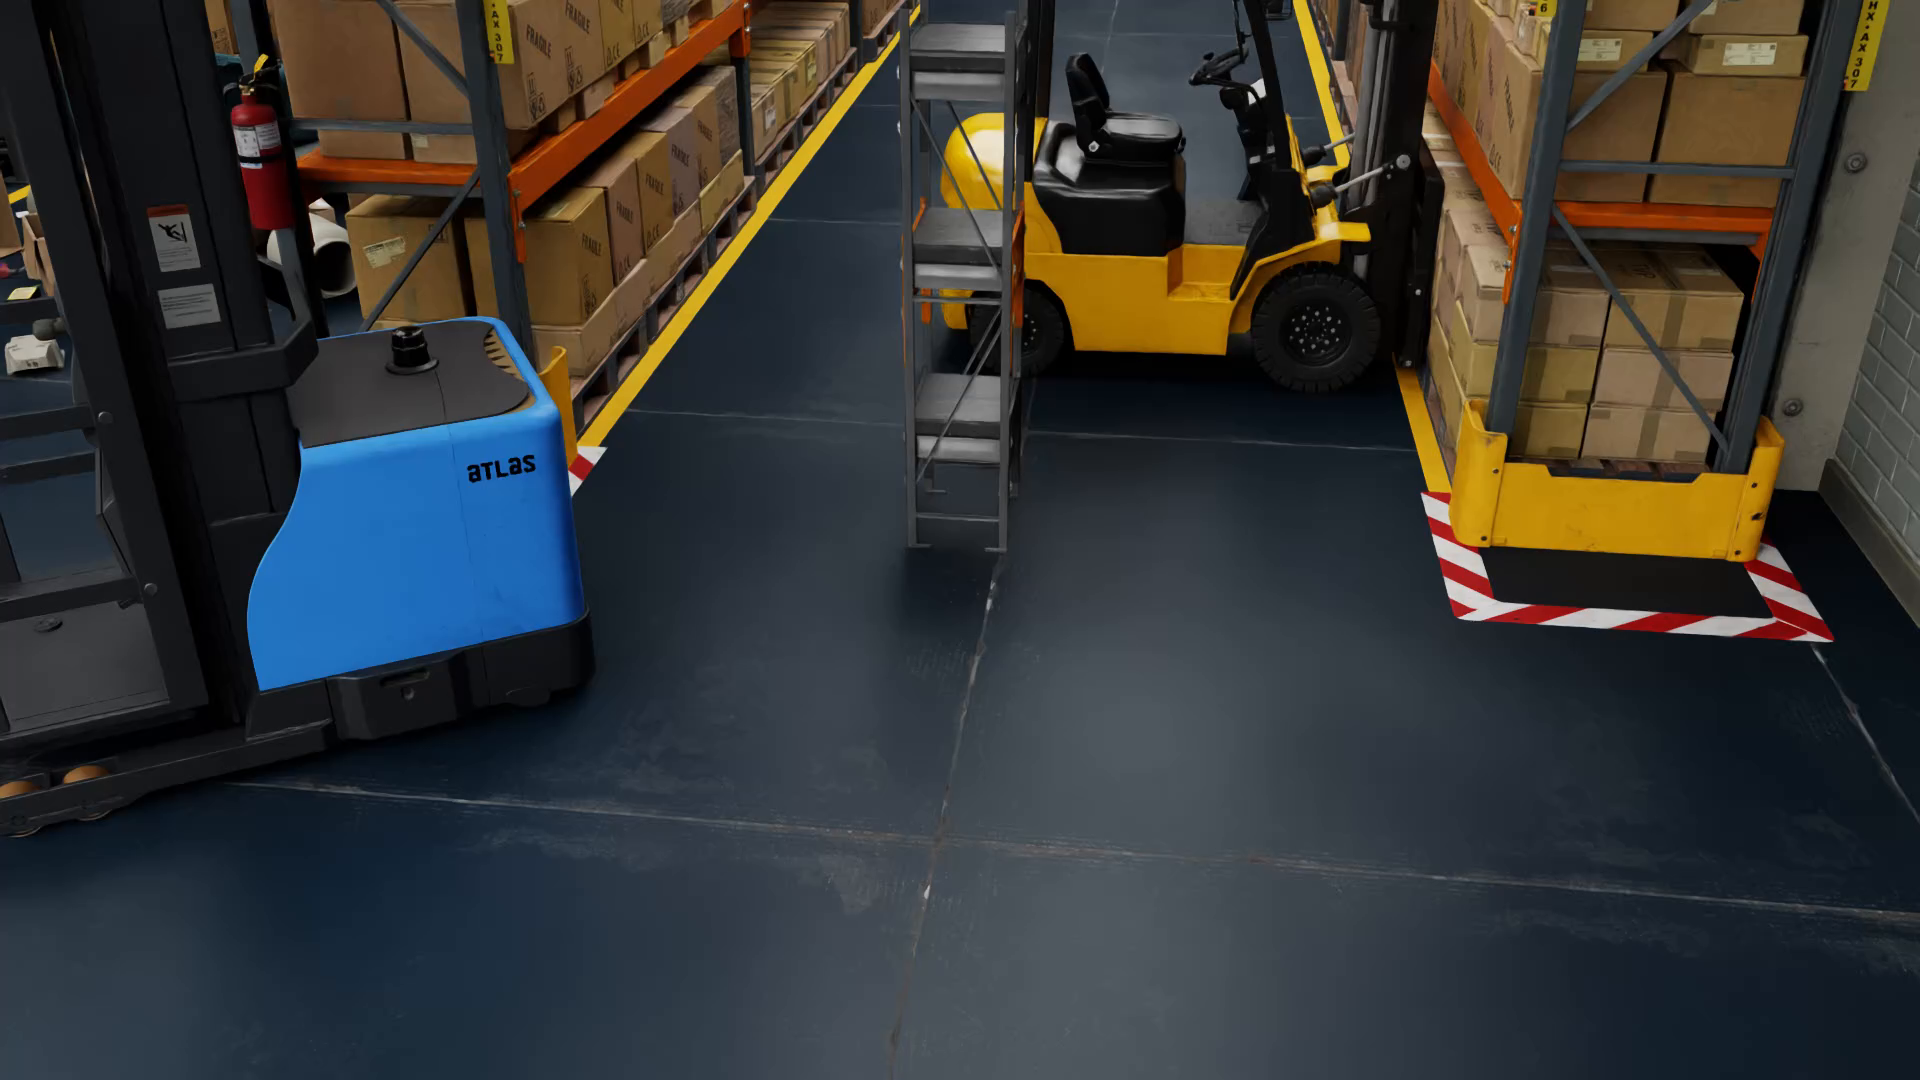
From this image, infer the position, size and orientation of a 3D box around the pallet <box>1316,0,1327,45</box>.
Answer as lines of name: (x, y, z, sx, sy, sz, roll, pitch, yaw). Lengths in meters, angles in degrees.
pallet: (3.873, -4.816, 15.467, 1.003, 0.211, 1.213, 3, 28, 6)

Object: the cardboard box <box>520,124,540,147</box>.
cardboard box: (-2.051, -1.800, 7.193, 0.380, 0.149, 0.250, 4, 29, 7)

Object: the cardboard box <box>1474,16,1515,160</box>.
cardboard box: (2.484, -1.891, 6.992, 0.500, 0.500, 0.500, 4, 29, 8)

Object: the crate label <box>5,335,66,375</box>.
crate label: (-4.651, -0.938, 8.347, 0.250, 0.136, 0.298, -11, 30, -20)

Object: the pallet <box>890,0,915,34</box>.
pallet: (-1.011, -5.120, 16.032, 1.003, 0.211, 1.213, 3, 28, 6)

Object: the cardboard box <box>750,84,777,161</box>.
cardboard box: (-1.763, -2.801, 11.114, 0.950, 0.372, 0.625, 4, 29, 7)

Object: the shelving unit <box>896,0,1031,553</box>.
shelving unit: (0.020, -1.002, 6.397, 0.431, 2.100, 0.503, 3, 28, 6)

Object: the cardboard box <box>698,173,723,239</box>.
cardboard box: (-1.686, -1.955, 9.672, 0.500, 0.250, 0.500, 3, 28, 5)

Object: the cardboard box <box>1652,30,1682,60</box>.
cardboard box: (2.878, -1.950, 6.418, 0.380, 0.149, 0.250, 3, 28, 6)

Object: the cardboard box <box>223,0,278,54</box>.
cardboard box: (-6.424, -4.562, 13.984, 1.050, 0.750, 0.750, 3, 28, 6)

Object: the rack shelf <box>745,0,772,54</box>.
rack shelf: (-1.580, -4.150, 12.050, 1.077, 0.370, 4.000, 3, 28, 6)

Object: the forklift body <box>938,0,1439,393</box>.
forklift body: (1.033, -1.981, 8.160, 2.313, 2.155, 1.214, 3, 28, 6)

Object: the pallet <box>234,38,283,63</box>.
pallet: (-6.431, -4.054, 14.053, 1.003, 0.211, 1.213, 3, 28, 6)

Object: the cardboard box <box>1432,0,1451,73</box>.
cardboard box: (2.680, -2.605, 8.317, 0.500, 0.500, 0.500, 3, 28, 6)

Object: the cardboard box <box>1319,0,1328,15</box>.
cardboard box: (3.609, -5.145, 15.330, 0.500, 0.500, 0.500, 2, 28, 4)

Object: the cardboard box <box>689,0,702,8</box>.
cardboard box: (-1.689, -3.234, 9.172, 0.500, 0.500, 0.500, 4, 29, 8)

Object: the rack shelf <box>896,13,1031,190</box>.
rack shelf: (0.020, -1.607, 6.071, 0.431, 0.518, 0.480, 3, 28, 6)

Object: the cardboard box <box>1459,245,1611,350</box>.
cardboard box: (2.359, -1.006, 6.856, 0.500, 0.250, 0.500, 4, 29, 8)

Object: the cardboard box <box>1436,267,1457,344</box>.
cardboard box: (2.433, -1.033, 7.435, 0.500, 0.250, 0.500, 3, 28, 6)

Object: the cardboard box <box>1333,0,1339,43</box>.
cardboard box: (3.430, -4.418, 13.981, 0.500, 0.500, 0.500, 4, 29, 8)

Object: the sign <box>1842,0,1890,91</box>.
sign: (3.162, -1.737, 5.816, 0.100, 0.325, 0.005, 3, 28, 6)

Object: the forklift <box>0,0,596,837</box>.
forklift: (-2.820, -0.671, 4.906, 3.031, 2.935, 1.130, -12, 31, -22)

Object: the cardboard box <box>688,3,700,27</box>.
cardboard box: (-1.695, -3.010, 9.440, 0.380, 0.149, 0.250, 3, 29, 6)

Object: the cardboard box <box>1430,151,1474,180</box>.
cardboard box: (2.537, -1.723, 8.187, 0.500, 0.250, 0.500, 3, 28, 5)

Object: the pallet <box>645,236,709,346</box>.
pallet: (-2.019, -1.404, 9.134, 1.003, 0.211, 1.213, 3, 28, 6)

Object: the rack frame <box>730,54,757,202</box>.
rack frame: (-1.825, -3.526, 10.132, 1.000, 3.000, 0.127, 3, 28, 6)

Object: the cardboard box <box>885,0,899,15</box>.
cardboard box: (-1.054, -5.398, 15.405, 0.875, 0.875, 0.875, 4, 29, 7)

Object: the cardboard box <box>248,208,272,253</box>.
cardboard box: (-4.506, -2.018, 9.823, 0.797, 0.637, 0.503, 3, 28, 6)

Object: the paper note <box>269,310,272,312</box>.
paper note: (-3.774, -1.225, 9.013, 0.032, 0.001, 0.123, 3, 28, 6)

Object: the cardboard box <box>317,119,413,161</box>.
cardboard box: (-2.481, -1.721, 7.046, 0.380, 0.149, 0.250, 4, 29, 8)

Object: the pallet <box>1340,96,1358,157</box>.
pallet: (3.300, -2.936, 11.978, 1.003, 0.211, 1.213, 3, 28, 6)

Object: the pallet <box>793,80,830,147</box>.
pallet: (-1.584, -3.241, 12.543, 1.003, 0.211, 1.213, 3, 28, 6)

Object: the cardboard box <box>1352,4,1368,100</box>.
cardboard box: (3.430, -3.661, 12.443, 0.875, 0.625, 0.625, 4, 29, 8)

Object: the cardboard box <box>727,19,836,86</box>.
cardboard box: (-1.496, -3.823, 13.012, 0.950, 0.372, 0.625, 3, 28, 5)

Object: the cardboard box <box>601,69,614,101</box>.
cardboard box: (-1.863, -2.161, 7.863, 0.380, 0.149, 0.250, 4, 29, 8)

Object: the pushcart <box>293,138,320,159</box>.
pushcart: (-4.094, -2.480, 10.956, 1.648, 0.377, 0.936, -6, 29, -11)

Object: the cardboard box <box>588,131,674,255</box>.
cardboard box: (-1.810, -1.804, 8.602, 0.500, 0.500, 0.500, 4, 29, 7)

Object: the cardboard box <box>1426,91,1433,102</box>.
cardboard box: (2.731, -2.444, 9.526, 0.500, 0.250, 0.500, 3, 28, 5)

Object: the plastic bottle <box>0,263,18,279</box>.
plastic bottle: (-5.558, -1.542, 9.548, 0.283, 0.061, 0.133, -6, 29, -11)

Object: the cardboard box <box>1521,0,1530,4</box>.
cardboard box: (2.471, -2.106, 6.707, 0.380, 0.149, 0.250, 4, 29, 7)

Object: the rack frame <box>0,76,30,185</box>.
rack frame: (-6.750, -3.766, 10.578, 1.000, 3.000, 0.127, 3, 28, 6)

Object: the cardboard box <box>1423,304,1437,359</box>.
cardboard box: (2.496, -1.039, 7.972, 0.500, 0.250, 0.500, 4, 29, 7)

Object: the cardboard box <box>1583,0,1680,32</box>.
cardboard box: (2.446, -1.998, 6.192, 0.380, 0.149, 0.250, 3, 29, 6)

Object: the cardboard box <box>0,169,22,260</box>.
cardboard box: (-5.922, -1.876, 9.703, 0.500, 0.500, 0.500, 8, 29, 15)

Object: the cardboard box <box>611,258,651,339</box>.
cardboard box: (-1.872, -1.221, 8.310, 0.500, 0.250, 0.500, 4, 29, 8)

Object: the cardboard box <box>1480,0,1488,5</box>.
cardboard box: (2.509, -2.471, 7.384, 0.380, 0.149, 0.250, 4, 29, 7)

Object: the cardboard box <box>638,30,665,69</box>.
cardboard box: (-1.740, -2.526, 8.541, 0.380, 0.149, 0.250, 4, 29, 7)

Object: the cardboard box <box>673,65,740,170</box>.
cardboard box: (-1.631, -2.536, 9.961, 0.500, 0.500, 0.500, 3, 28, 5)

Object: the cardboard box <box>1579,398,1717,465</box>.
cardboard box: (2.866, -0.550, 7.065, 0.500, 0.250, 0.500, 3, 29, 6)

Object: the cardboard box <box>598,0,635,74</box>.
cardboard box: (-1.860, -2.509, 7.825, 0.500, 0.500, 0.500, 3, 28, 5)
